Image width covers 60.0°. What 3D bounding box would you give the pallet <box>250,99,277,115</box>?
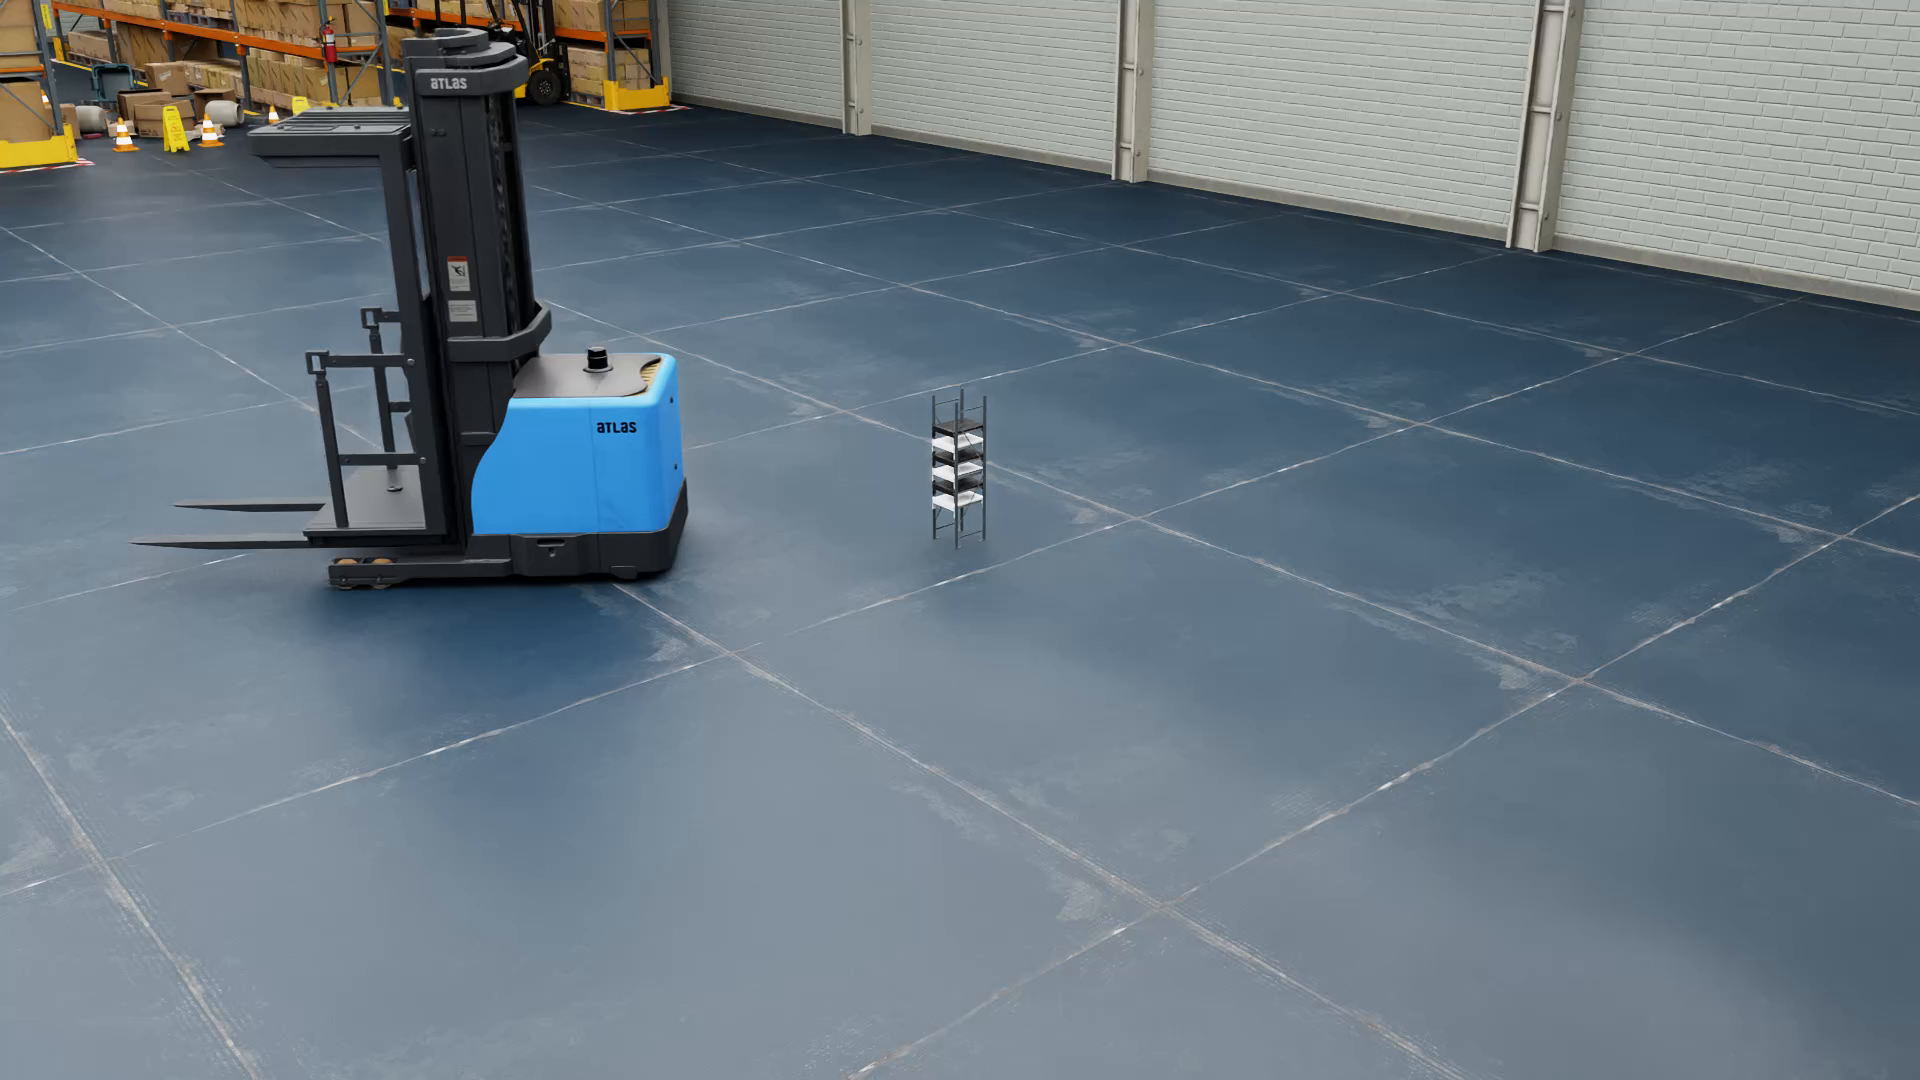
[{"bbox_3d":[-11.683,-7.592,29.079,1.003,0.211,1.213,-17,27,-37],"label":"pallet"}]

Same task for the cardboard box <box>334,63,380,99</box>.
[{"bbox_3d":[-9.870,-7.522,27.242,0.500,0.500,0.500,-19,28,-39],"label":"cardboard box"}]

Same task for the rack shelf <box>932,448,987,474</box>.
[{"bbox_3d":[-0.005,-0.474,9.805,0.258,0.077,0.200,-17,27,-37],"label":"rack shelf"}]

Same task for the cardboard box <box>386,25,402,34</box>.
[{"bbox_3d":[-12.360,-11.138,36.271,0.380,0.149,0.250,-19,28,-40],"label":"cardboard box"}]

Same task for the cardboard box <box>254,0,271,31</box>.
[{"bbox_3d":[-11.409,-8.790,27.768,0.500,0.500,0.500,-18,28,-38],"label":"cardboard box"}]

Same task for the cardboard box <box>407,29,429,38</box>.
[{"bbox_3d":[-11.515,-10.765,35.319,0.380,0.149,0.250,-19,28,-40],"label":"cardboard box"}]

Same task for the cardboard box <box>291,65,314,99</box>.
[{"bbox_3d":[-10.601,-7.530,27.261,0.500,0.500,0.500,-16,27,-36],"label":"cardboard box"}]

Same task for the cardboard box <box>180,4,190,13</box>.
[{"bbox_3d":[-14.221,-9.864,30.823,0.380,0.149,0.250,-17,27,-37],"label":"cardboard box"}]

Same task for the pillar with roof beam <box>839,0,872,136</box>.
[{"bbox_3d":[-4.896,-9.663,22.316,9.100,9.000,0.400,-17,27,-37],"label":"pillar with roof beam"}]

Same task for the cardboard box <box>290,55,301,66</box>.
[{"bbox_3d":[-10.710,-7.844,27.174,0.380,0.149,0.250,-17,27,-37],"label":"cardboard box"}]

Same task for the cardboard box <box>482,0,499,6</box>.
[{"bbox_3d":[-8.904,-10.488,32.169,0.500,0.250,0.500,-18,28,-39],"label":"cardboard box"}]

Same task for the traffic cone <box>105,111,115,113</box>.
[{"bbox_3d":[-14.965,-7.738,29.105,0.336,0.463,0.334,-17,27,-37],"label":"traffic cone"}]

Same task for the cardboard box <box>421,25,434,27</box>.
[{"bbox_3d":[-11.589,-11.134,36.260,0.380,0.149,0.250,-19,28,-40],"label":"cardboard box"}]

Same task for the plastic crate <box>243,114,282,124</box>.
[{"bbox_3d":[-11.745,-7.079,27.949,0.583,0.080,0.402,12,24,27],"label":"plastic crate"}]

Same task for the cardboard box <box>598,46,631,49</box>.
[{"bbox_3d":[-6.278,-8.841,30.267,0.500,0.250,0.500,-17,27,-37],"label":"cardboard box"}]

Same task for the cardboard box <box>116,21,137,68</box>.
[{"bbox_3d":[-16.905,-10.332,34.588,0.875,0.875,0.875,-16,27,-36],"label":"cardboard box"}]

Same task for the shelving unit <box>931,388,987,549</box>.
[{"bbox_3d":[-0.005,-0.421,9.826,0.258,0.900,0.210,-17,27,-37],"label":"shelving unit"}]

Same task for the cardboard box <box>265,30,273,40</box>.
[{"bbox_3d":[-11.358,-8.432,27.743,0.380,0.149,0.250,-17,27,-37],"label":"cardboard box"}]

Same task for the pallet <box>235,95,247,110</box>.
[{"bbox_3d":[-12.657,-7.984,30.079,1.003,0.211,1.213,-17,27,-37],"label":"pallet"}]

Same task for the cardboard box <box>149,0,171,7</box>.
[{"bbox_3d":[-15.268,-10.409,31.967,0.500,0.250,0.500,-18,27,-38],"label":"cardboard box"}]

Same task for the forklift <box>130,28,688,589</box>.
[{"bbox_3d":[-3.165,-1.287,9.251,3.031,2.935,1.130,-1,21,-2],"label":"forklift"}]

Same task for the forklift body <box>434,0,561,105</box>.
[{"bbox_3d":[-8.399,-8.840,29.604,2.313,2.155,1.214,-17,27,-37],"label":"forklift body"}]

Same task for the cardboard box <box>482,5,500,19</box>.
[{"bbox_3d":[-8.917,-10.257,32.266,0.500,0.250,0.500,-17,27,-36],"label":"cardboard box"}]

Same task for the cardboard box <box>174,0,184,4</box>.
[{"bbox_3d":[-14.295,-10.232,30.873,0.500,0.500,0.500,-16,26,-35],"label":"cardboard box"}]

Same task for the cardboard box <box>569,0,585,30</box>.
[{"bbox_3d":[-6.631,-9.411,29.761,0.500,0.500,0.500,-16,27,-36],"label":"cardboard box"}]

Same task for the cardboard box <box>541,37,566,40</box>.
[{"bbox_3d":[-7.922,-9.541,32.055,0.500,0.250,0.500,-17,27,-36],"label":"cardboard box"}]

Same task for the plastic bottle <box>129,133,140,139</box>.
[{"bbox_3d":[-13.008,-6.338,26.082,0.283,0.061,0.133,12,24,27],"label":"plastic bottle"}]

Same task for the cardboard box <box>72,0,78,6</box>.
[{"bbox_3d":[-18.876,-11.816,35.903,0.500,0.500,0.500,-16,27,-36],"label":"cardboard box"}]

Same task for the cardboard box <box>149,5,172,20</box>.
[{"bbox_3d":[-15.286,-10.181,32.070,0.500,0.250,0.500,-19,28,-39],"label":"cardboard box"}]

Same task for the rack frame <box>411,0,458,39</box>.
[{"bbox_3d":[-11.001,-11.355,34.863,1.000,3.000,0.127,-17,27,-37],"label":"rack frame"}]

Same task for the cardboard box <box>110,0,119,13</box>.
[{"bbox_3d":[-16.944,-10.881,33.858,0.500,0.250,0.500,-18,28,-39],"label":"cardboard box"}]

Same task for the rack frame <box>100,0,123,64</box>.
[{"bbox_3d":[-17.370,-11.278,34.665,1.000,3.000,0.127,-17,27,-37],"label":"rack frame"}]

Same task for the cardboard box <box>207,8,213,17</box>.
[{"bbox_3d":[-13.216,-9.432,29.721,0.380,0.149,0.250,-17,27,-37],"label":"cardboard box"}]

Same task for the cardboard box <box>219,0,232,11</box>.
[{"bbox_3d":[-12.624,-9.521,29.060,0.500,0.500,0.500,-18,28,-38],"label":"cardboard box"}]

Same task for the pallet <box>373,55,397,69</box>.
[{"bbox_3d":[-12.252,-10.609,36.782,1.003,0.211,1.213,-17,27,-37],"label":"pallet"}]

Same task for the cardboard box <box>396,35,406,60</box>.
[{"bbox_3d":[-11.759,-10.594,35.770,0.500,0.500,0.500,-18,28,-38],"label":"cardboard box"}]

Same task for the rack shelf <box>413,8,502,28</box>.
[{"bbox_3d":[-9.696,-10.468,33.584,1.077,0.370,4.000,-17,27,-37],"label":"rack shelf"}]

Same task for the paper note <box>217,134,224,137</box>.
[{"bbox_3d":[-11.662,-6.367,26.199,0.142,0.019,0.148,12,24,27],"label":"paper note"}]

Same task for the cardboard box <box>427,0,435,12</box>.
[{"bbox_3d":[-10.572,-10.965,34.071,0.500,0.250,0.500,-18,28,-39],"label":"cardboard box"}]

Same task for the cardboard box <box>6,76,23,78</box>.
[{"bbox_3d":[-14.290,-6.377,24.489,0.875,0.875,0.875,-18,28,-38],"label":"cardboard box"}]

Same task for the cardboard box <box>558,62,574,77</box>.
[{"bbox_3d":[-7.006,-8.632,30.419,0.500,0.250,0.500,-18,28,-39],"label":"cardboard box"}]

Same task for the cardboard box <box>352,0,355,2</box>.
[{"bbox_3d":[-9.977,-8.487,26.994,0.500,0.500,0.500,-16,27,-36],"label":"cardboard box"}]

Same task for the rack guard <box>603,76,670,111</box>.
[{"bbox_3d":[-5.764,-7.975,29.659,1.175,0.500,0.348,-17,27,-37],"label":"rack guard"}]

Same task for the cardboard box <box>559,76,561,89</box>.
[{"bbox_3d":[-7.318,-8.533,30.852,0.500,0.250,0.500,-16,27,-36],"label":"cardboard box"}]

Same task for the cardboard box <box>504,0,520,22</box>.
[{"bbox_3d":[-8.298,-10.112,31.552,0.500,0.500,0.500,-18,28,-39],"label":"cardboard box"}]

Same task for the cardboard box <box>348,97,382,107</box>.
[{"bbox_3d":[-9.854,-7.166,27.363,0.500,0.250,0.500,-18,28,-38],"label":"cardboard box"}]

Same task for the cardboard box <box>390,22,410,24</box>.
[{"bbox_3d":[-12.486,-11.471,37.121,0.380,0.149,0.250,-17,27,-36],"label":"cardboard box"}]

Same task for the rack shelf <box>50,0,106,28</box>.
[{"bbox_3d":[-18.676,-11.496,36.207,1.077,0.370,4.000,-17,27,-37],"label":"rack shelf"}]

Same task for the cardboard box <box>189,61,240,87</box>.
[{"bbox_3d":[-13.910,-8.784,31.326,0.950,0.372,0.625,-18,28,-38],"label":"cardboard box"}]

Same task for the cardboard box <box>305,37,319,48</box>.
[{"bbox_3d":[-10.193,-7.942,26.492,0.380,0.149,0.250,-18,28,-38],"label":"cardboard box"}]

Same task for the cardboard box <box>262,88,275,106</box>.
[{"bbox_3d":[-11.611,-7.611,28.497,0.500,0.250,0.500,-16,26,-34],"label":"cardboard box"}]

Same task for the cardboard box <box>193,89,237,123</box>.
[{"bbox_3d":[-12.480,-7.285,27.895,0.500,0.500,0.500,0,21,-1],"label":"cardboard box"}]

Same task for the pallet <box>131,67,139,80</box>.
[{"bbox_3d":[-16.809,-9.784,34.675,1.003,0.211,1.213,-17,27,-37],"label":"pallet"}]
